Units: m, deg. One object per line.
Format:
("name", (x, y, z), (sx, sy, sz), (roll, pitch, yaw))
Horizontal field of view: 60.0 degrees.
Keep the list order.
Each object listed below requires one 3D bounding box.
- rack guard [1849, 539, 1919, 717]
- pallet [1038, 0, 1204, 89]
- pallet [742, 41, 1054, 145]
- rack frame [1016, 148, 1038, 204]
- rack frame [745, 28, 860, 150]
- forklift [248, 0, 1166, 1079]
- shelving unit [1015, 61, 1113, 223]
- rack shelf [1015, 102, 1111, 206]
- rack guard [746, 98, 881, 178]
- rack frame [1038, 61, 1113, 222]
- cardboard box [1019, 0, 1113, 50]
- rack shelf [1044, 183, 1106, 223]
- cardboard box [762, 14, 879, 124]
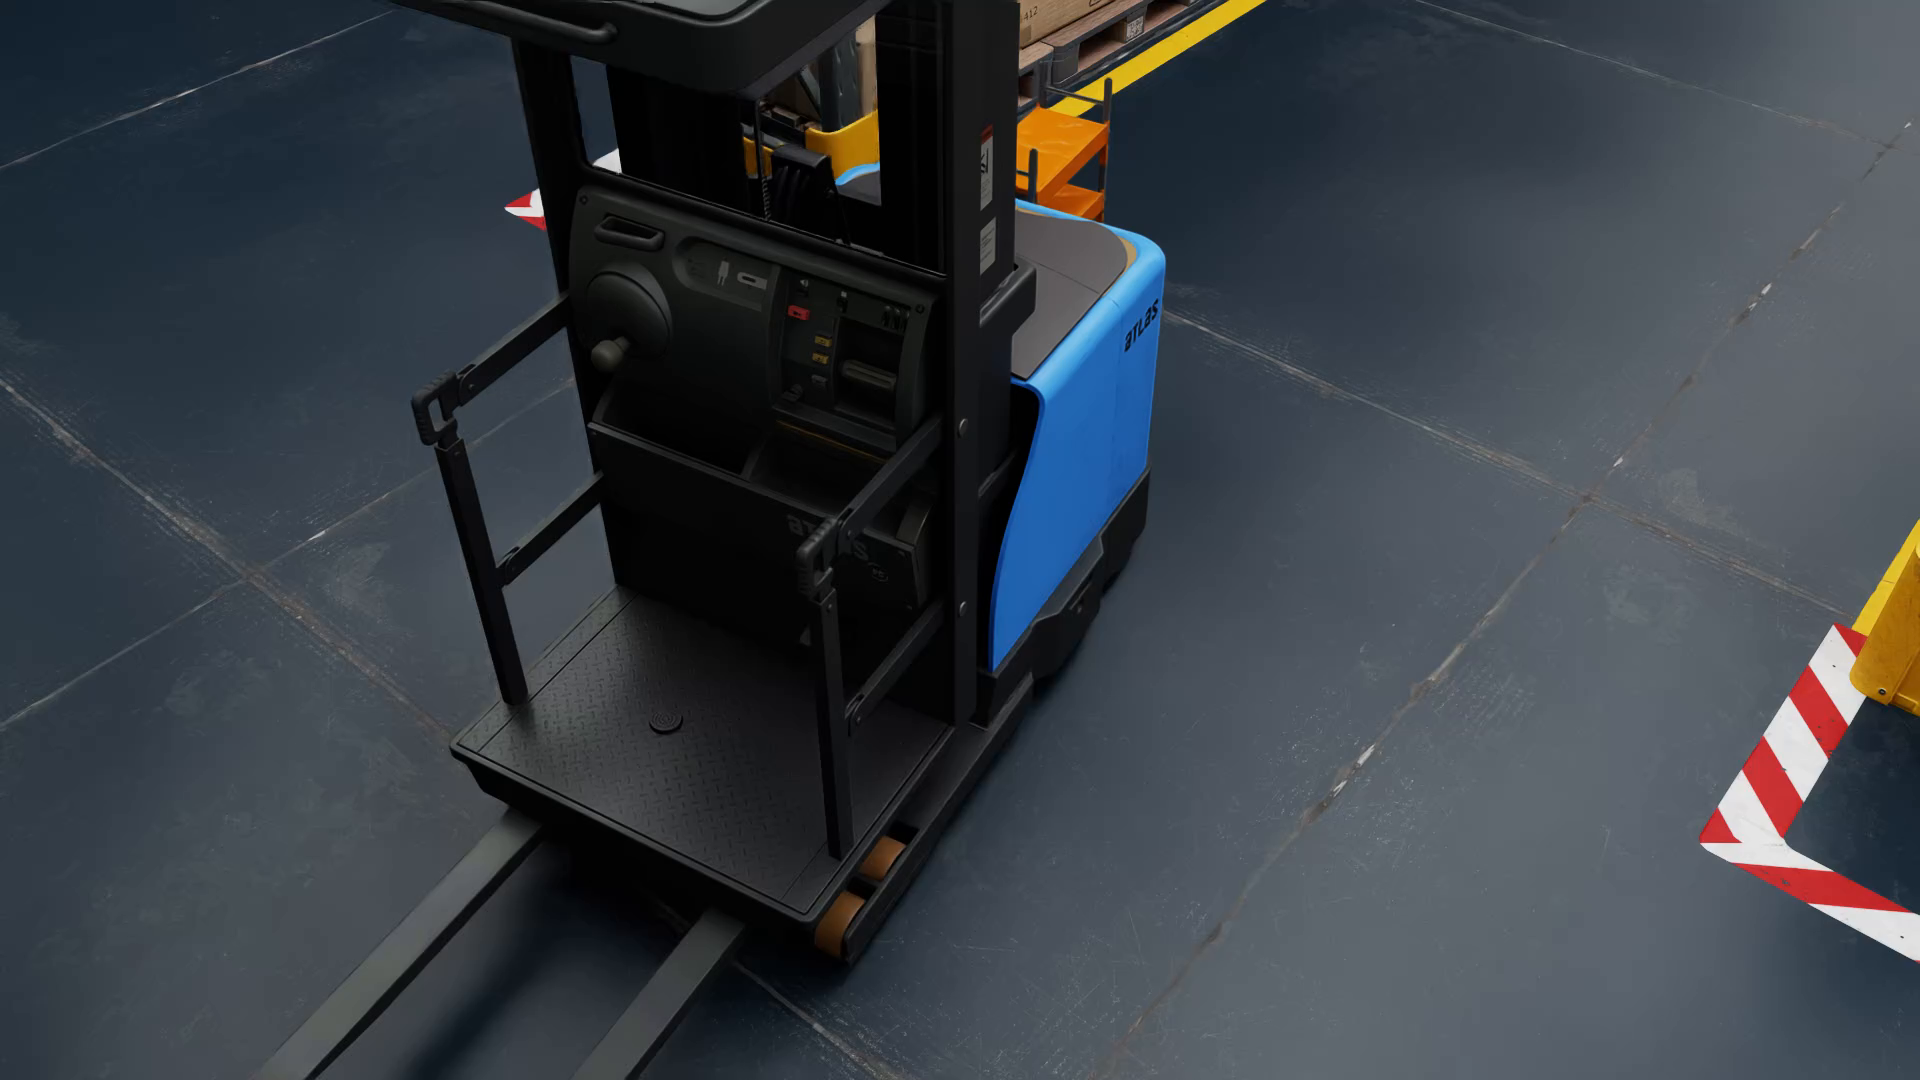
("rack guard", (3.101, 0.397, 4.442), (1.175, 0.500, 0.348), (29, 50, 28))
("pallet", (0.439, -2.619, 7.974), (1.003, 0.211, 1.213), (29, 50, 28))
("pallet", (-0.347, -1.994, 7.286), (1.003, 0.211, 1.213), (29, 50, 28))
("rack frame", (0.112, -0.690, 5.117), (0.240, 1.200, 0.015), (21, 46, 21))
("rack frame", (-0.801, -2.580, 5.858), (1.000, 3.000, 0.127), (29, 50, 28))
("forklift", (-0.581, -0.407, 3.518), (1.130, 2.935, 3.031), (21, 46, 21))
("shelving unit", (0.232, -0.833, 5.274), (0.258, 1.200, 0.503), (21, 46, 21))
("rack shelf", (0.232, -1.123, 5.009), (0.258, 0.148, 0.480), (21, 46, 21))
("rack guard", (-0.817, -1.643, 6.685), (1.175, 0.500, 0.348), (29, 50, 28))
("rack frame", (0.351, -0.976, 5.431), (0.240, 1.200, 0.015), (21, 46, 21))
("cardboard box", (0.130, -2.646, 7.522), (0.875, 0.438, 0.875), (31, 51, 29))
("rack shelf", (0.232, -0.948, 5.169), (0.258, 0.148, 0.480), (21, 46, 21))
("cardboard box", (-0.453, -2.171, 7.000), (0.875, 0.438, 0.875), (28, 49, 27))
